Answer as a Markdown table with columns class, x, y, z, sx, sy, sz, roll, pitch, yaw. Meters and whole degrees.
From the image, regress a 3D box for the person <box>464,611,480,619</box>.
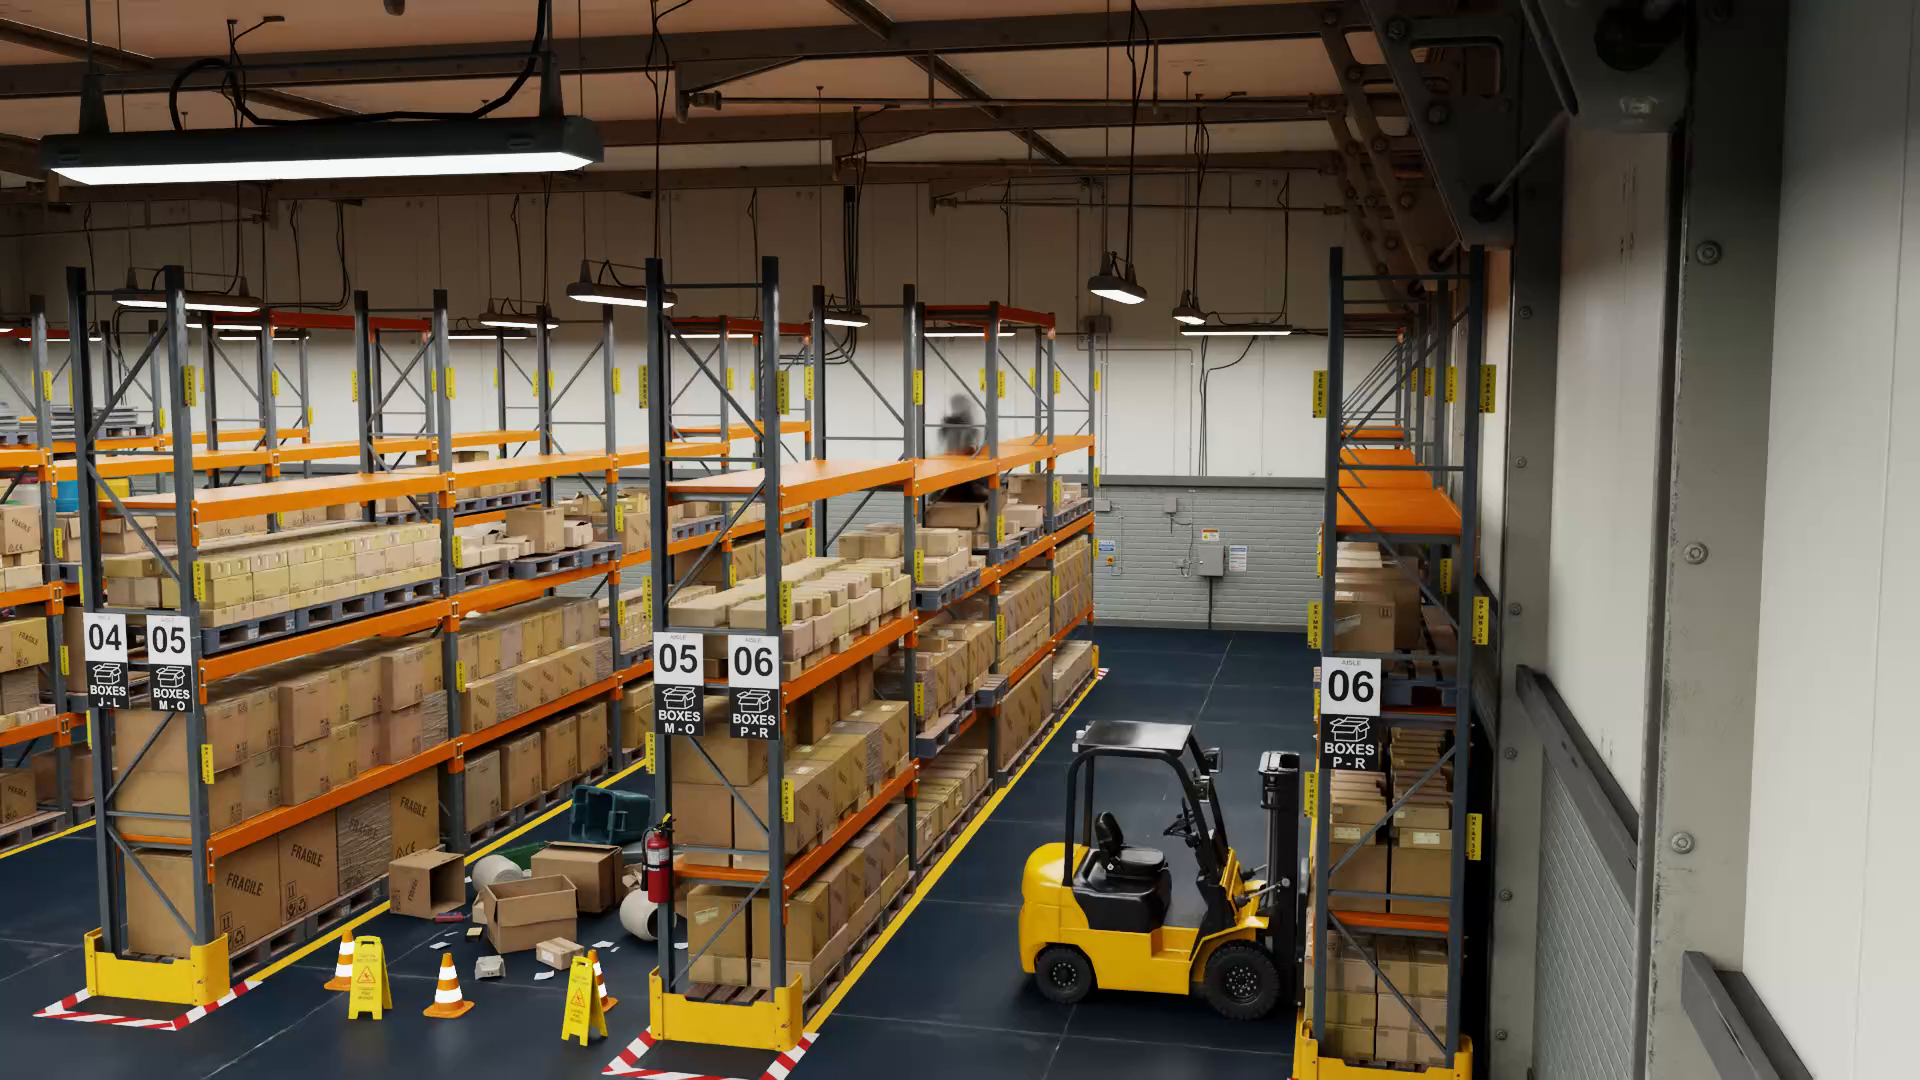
| class | x | y | z | sx | sy | sz | roll | pitch | yaw |
| --- | --- | --- | --- | --- | --- | --- | --- | --- | --- |
| person | -7.004 | 1.878 | 23.980 | 0.674 | 1.721 | 0.569 | 1 | 6 | 11 |
